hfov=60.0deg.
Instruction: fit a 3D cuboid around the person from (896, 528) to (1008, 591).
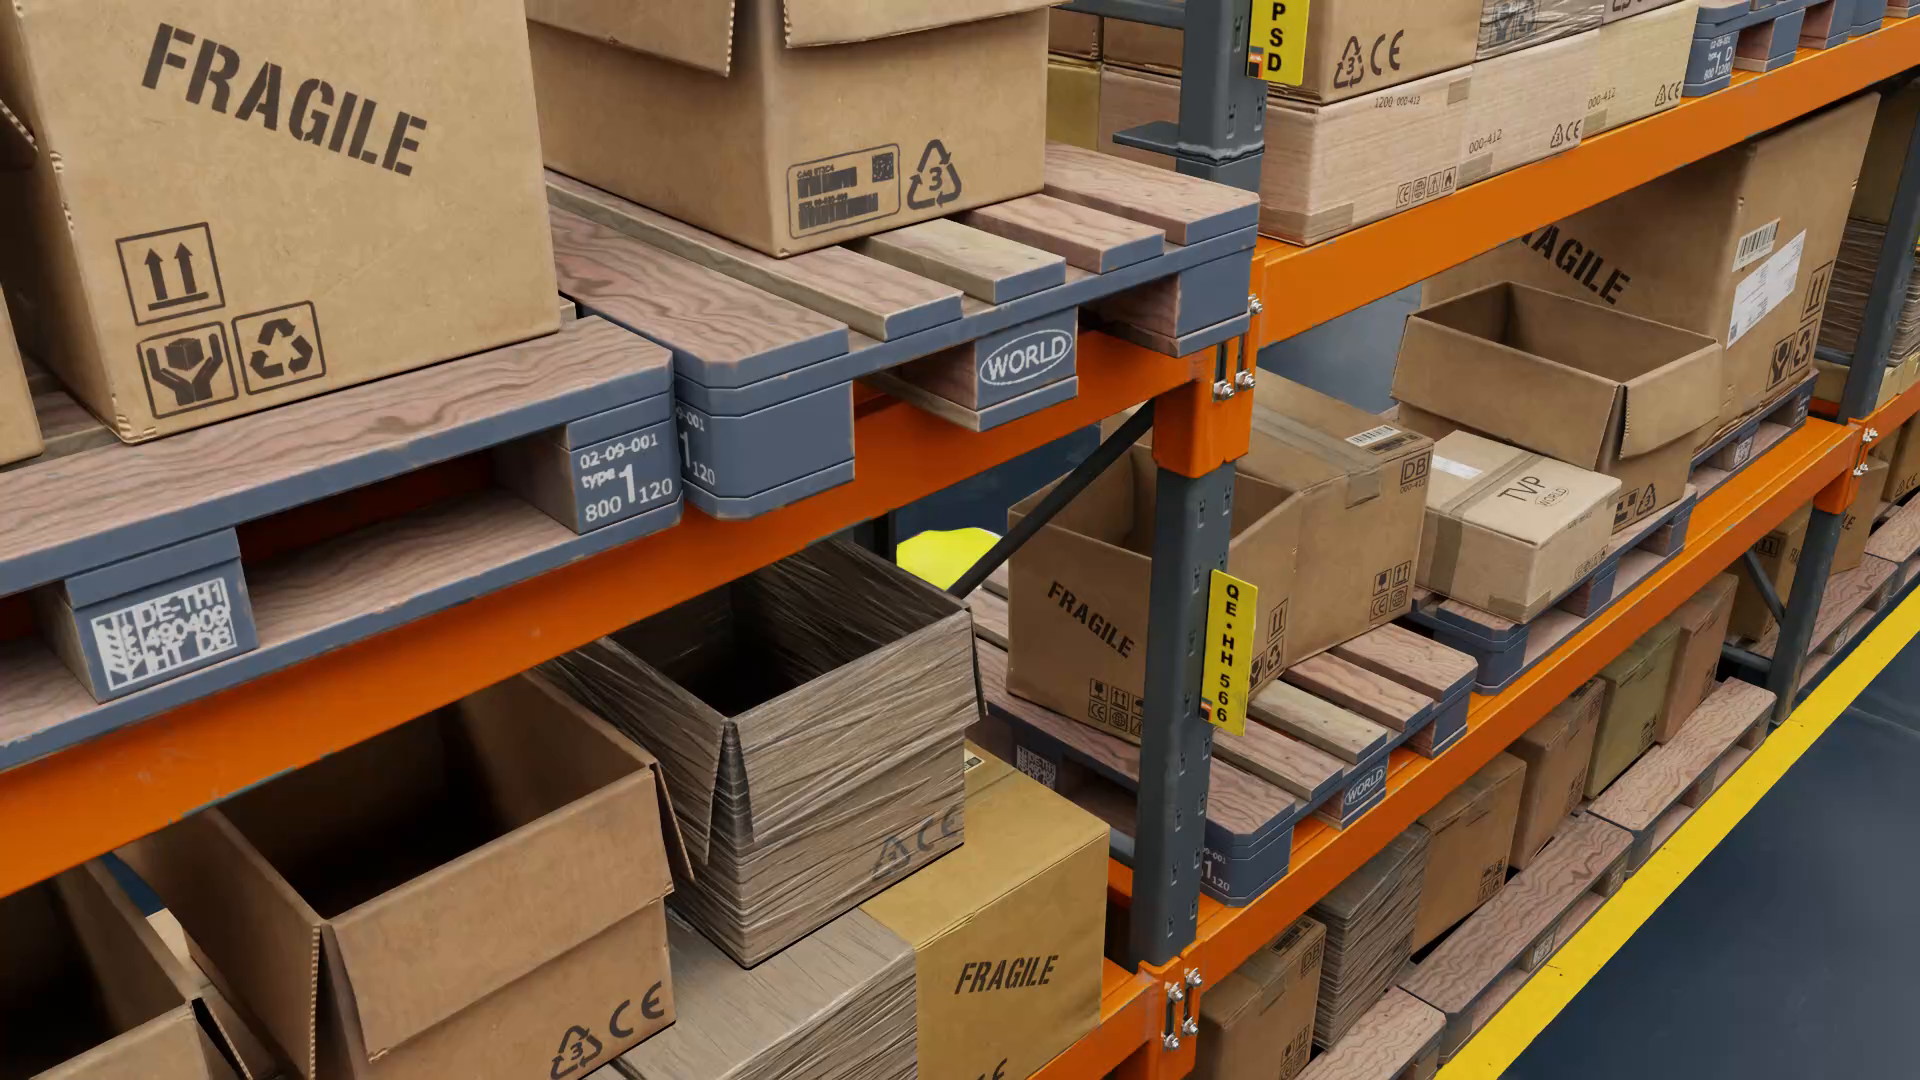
[{"bbox_3d":[-0.052,0.490,5.703,0.496,1.256,0.940,21,34,35],"label":"person"}]
